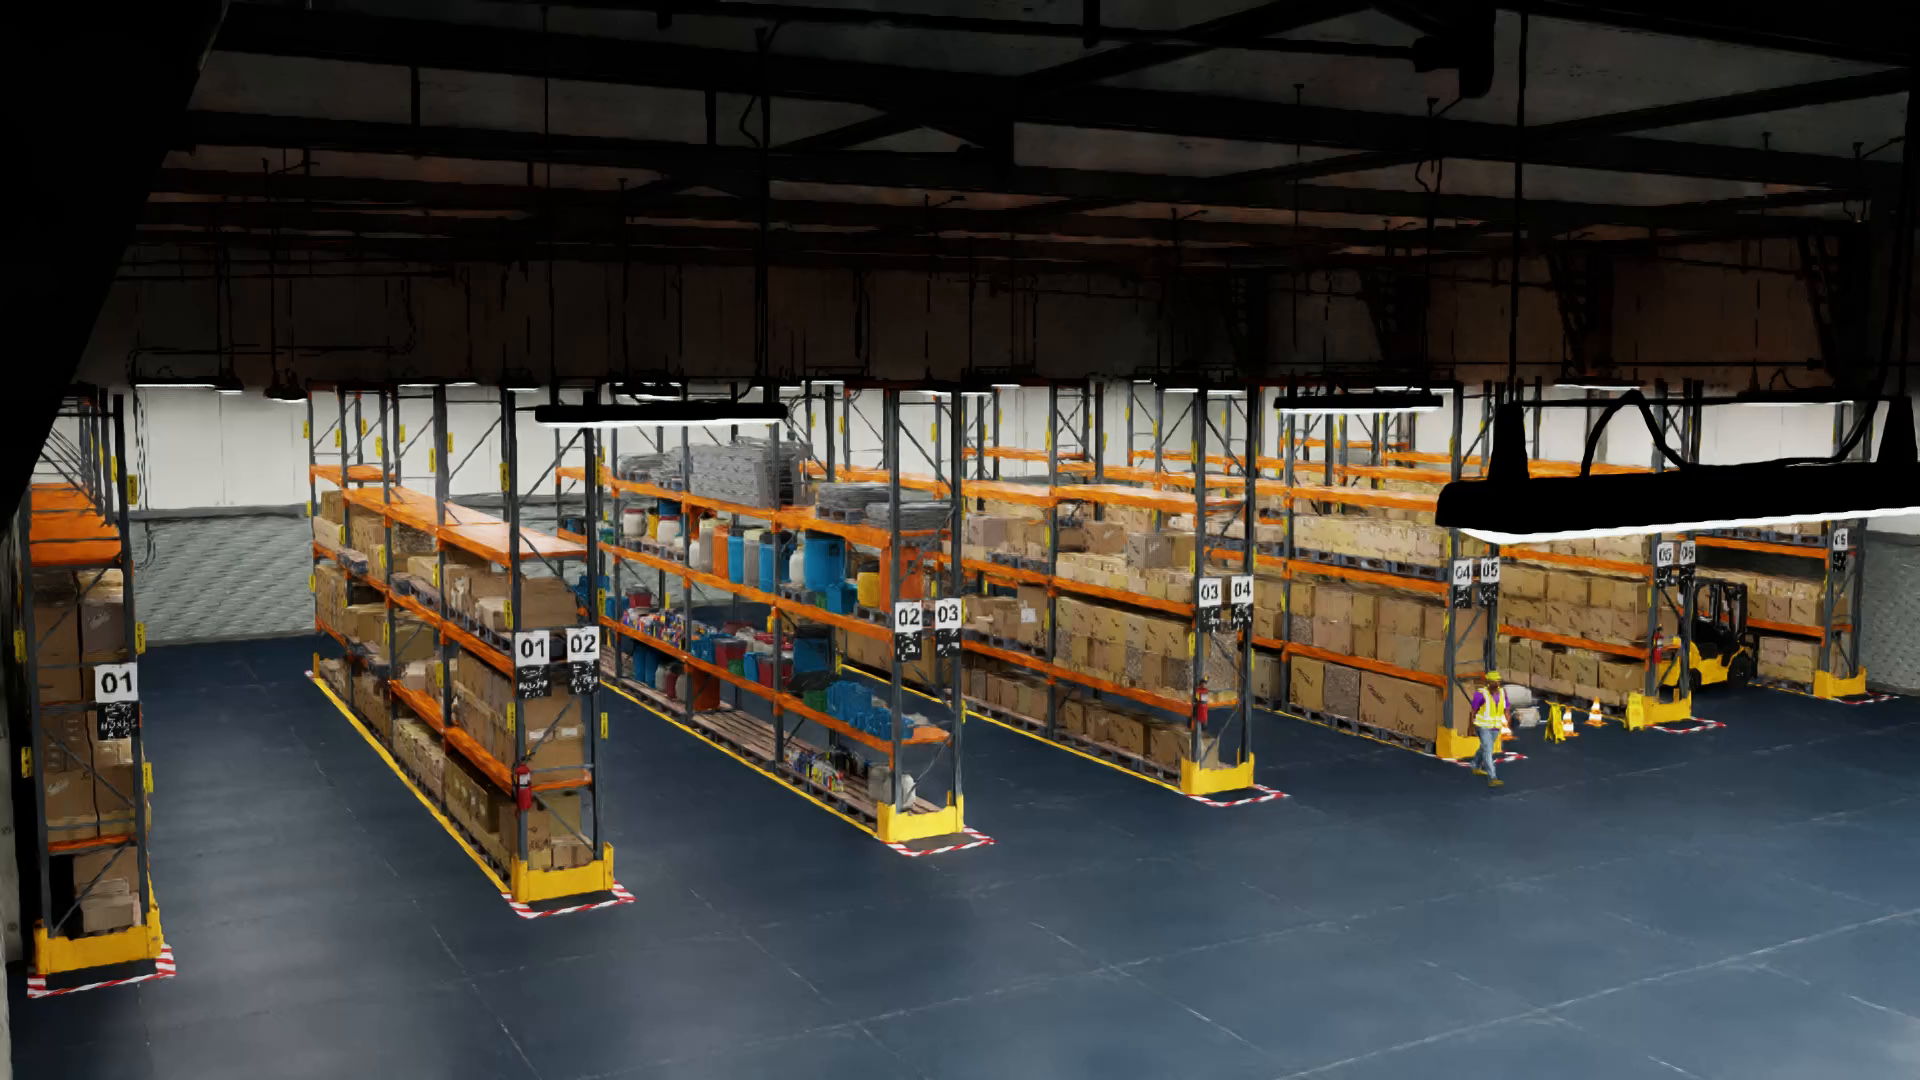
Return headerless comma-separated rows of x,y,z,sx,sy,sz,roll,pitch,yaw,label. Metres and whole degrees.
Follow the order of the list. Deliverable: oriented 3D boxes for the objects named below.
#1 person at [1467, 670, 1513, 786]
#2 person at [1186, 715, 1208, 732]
8.028,2.805,25.116,0.569,1.708,1.042,-2,6,-20,person
3.929,2.535,27.884,0.462,1.662,0.498,0,6,2,person
